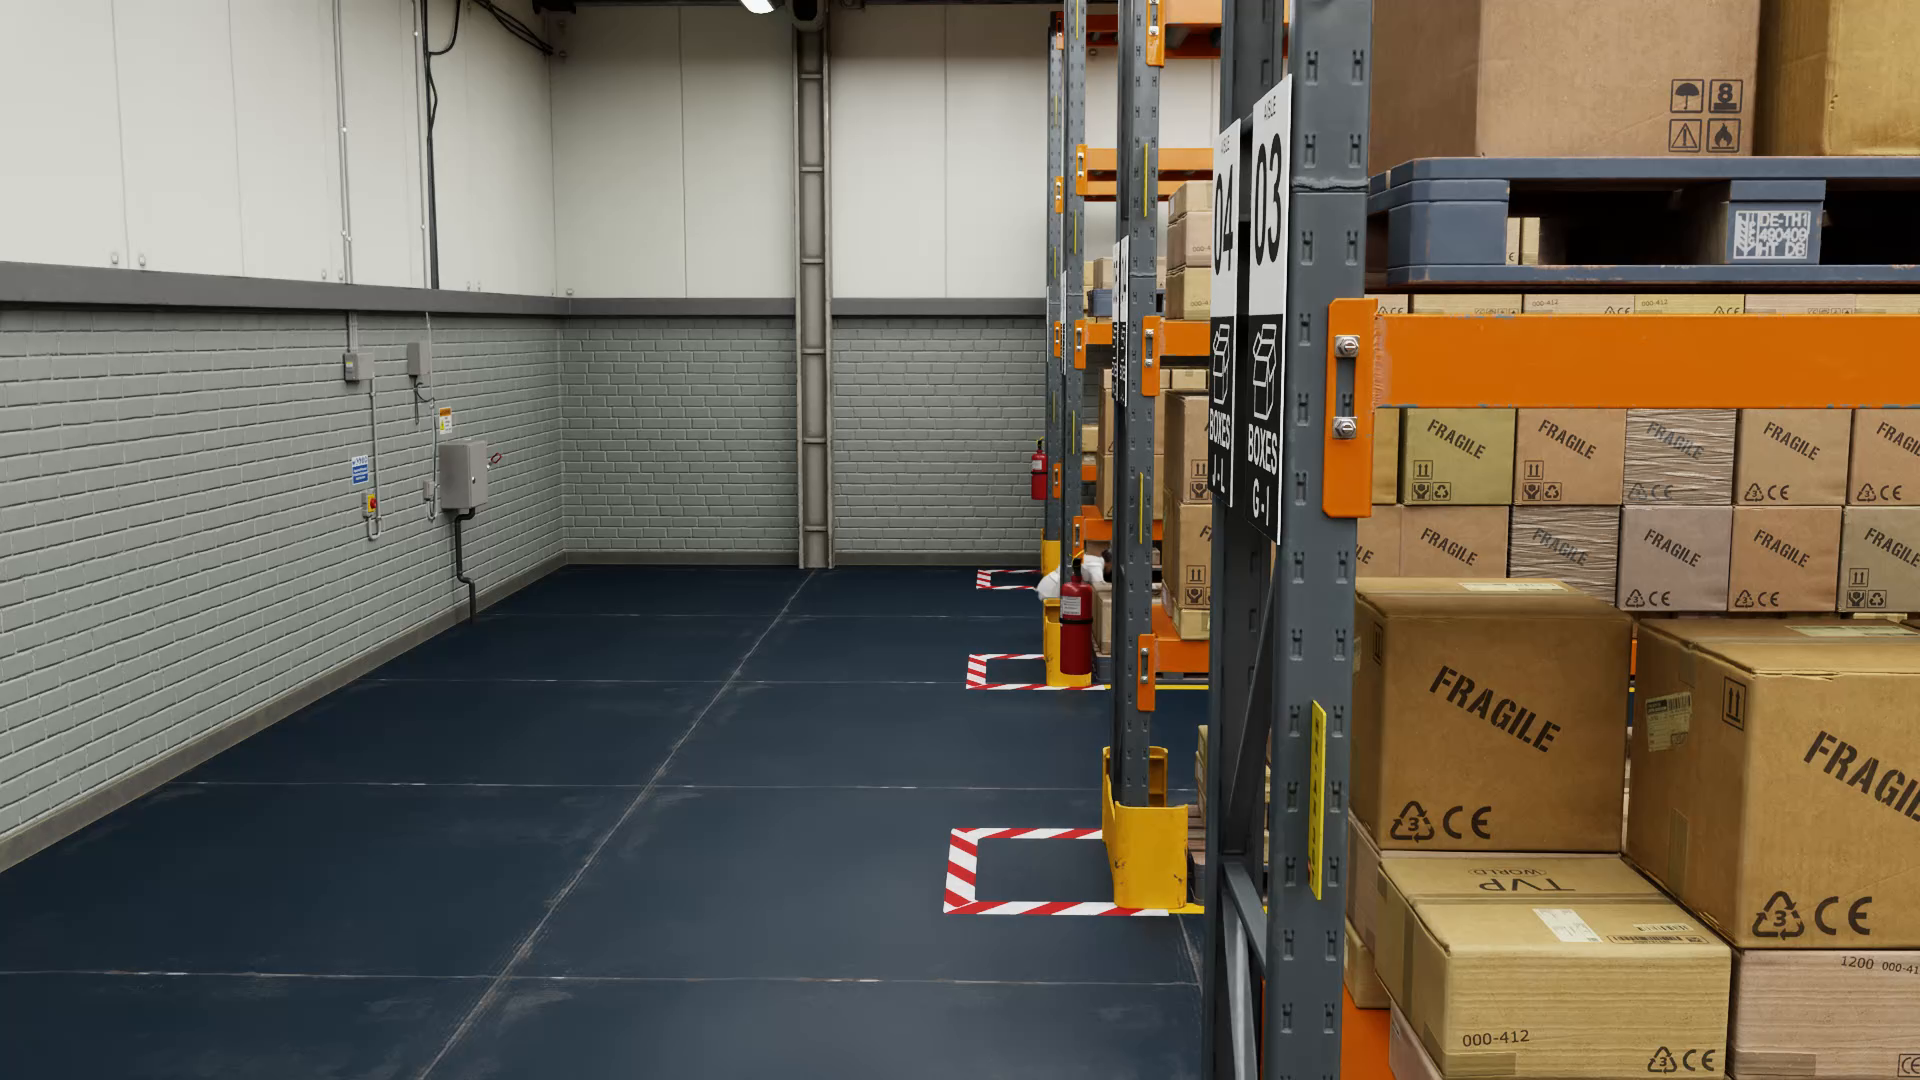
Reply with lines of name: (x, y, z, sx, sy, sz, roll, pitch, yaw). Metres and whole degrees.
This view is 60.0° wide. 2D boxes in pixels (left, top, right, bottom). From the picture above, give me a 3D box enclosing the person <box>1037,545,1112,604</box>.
person: (1.122, 0.457, 14.979, 0.858, 0.850, 0.480, 0, 7, 1)
